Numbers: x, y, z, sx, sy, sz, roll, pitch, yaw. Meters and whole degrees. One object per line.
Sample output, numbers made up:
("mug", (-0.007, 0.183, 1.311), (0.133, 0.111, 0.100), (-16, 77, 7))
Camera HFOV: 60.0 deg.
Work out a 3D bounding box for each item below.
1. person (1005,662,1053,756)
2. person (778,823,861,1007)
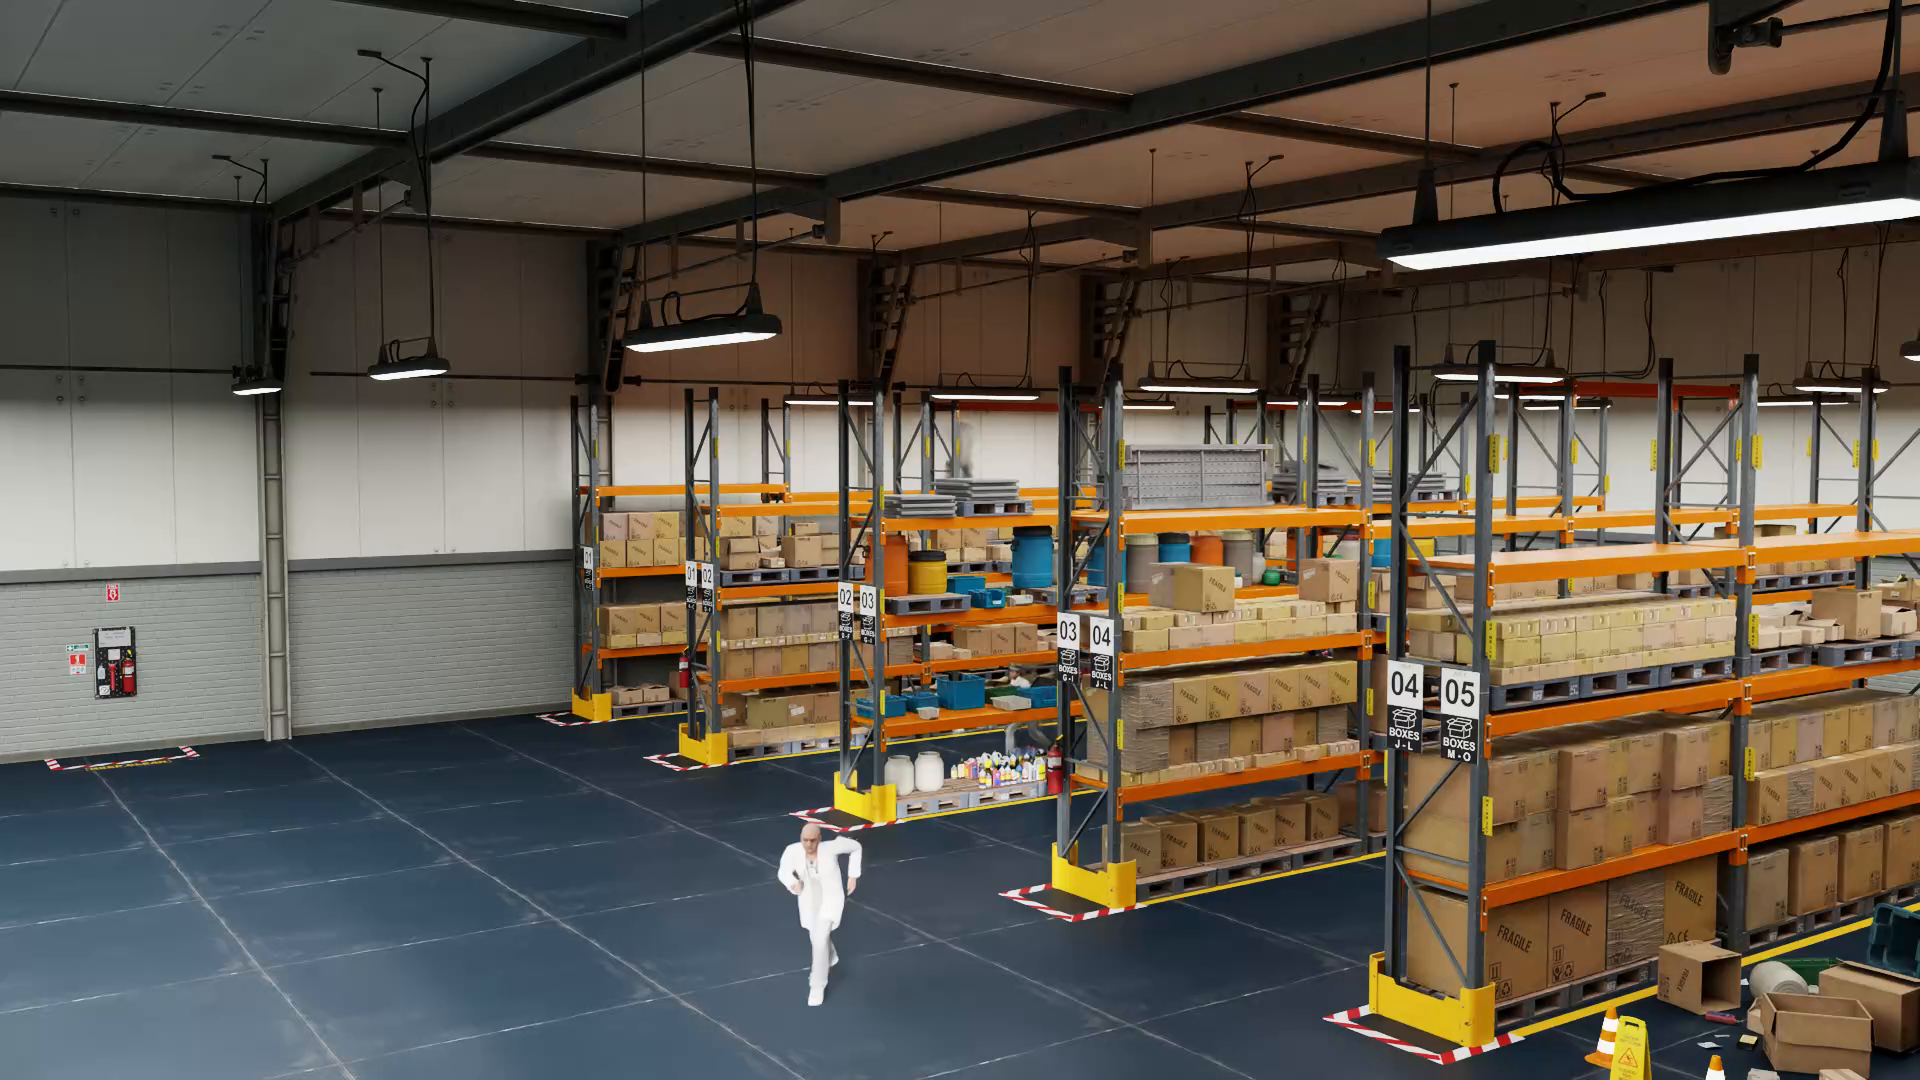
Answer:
("person", (1.057, 2.756, 26.337), (1.058, 1.687, 0.617), (-3, 4, -37))
("person", (-1.280, 3.422, 15.494), (0.751, 1.737, 1.072), (1, 3, 9))
